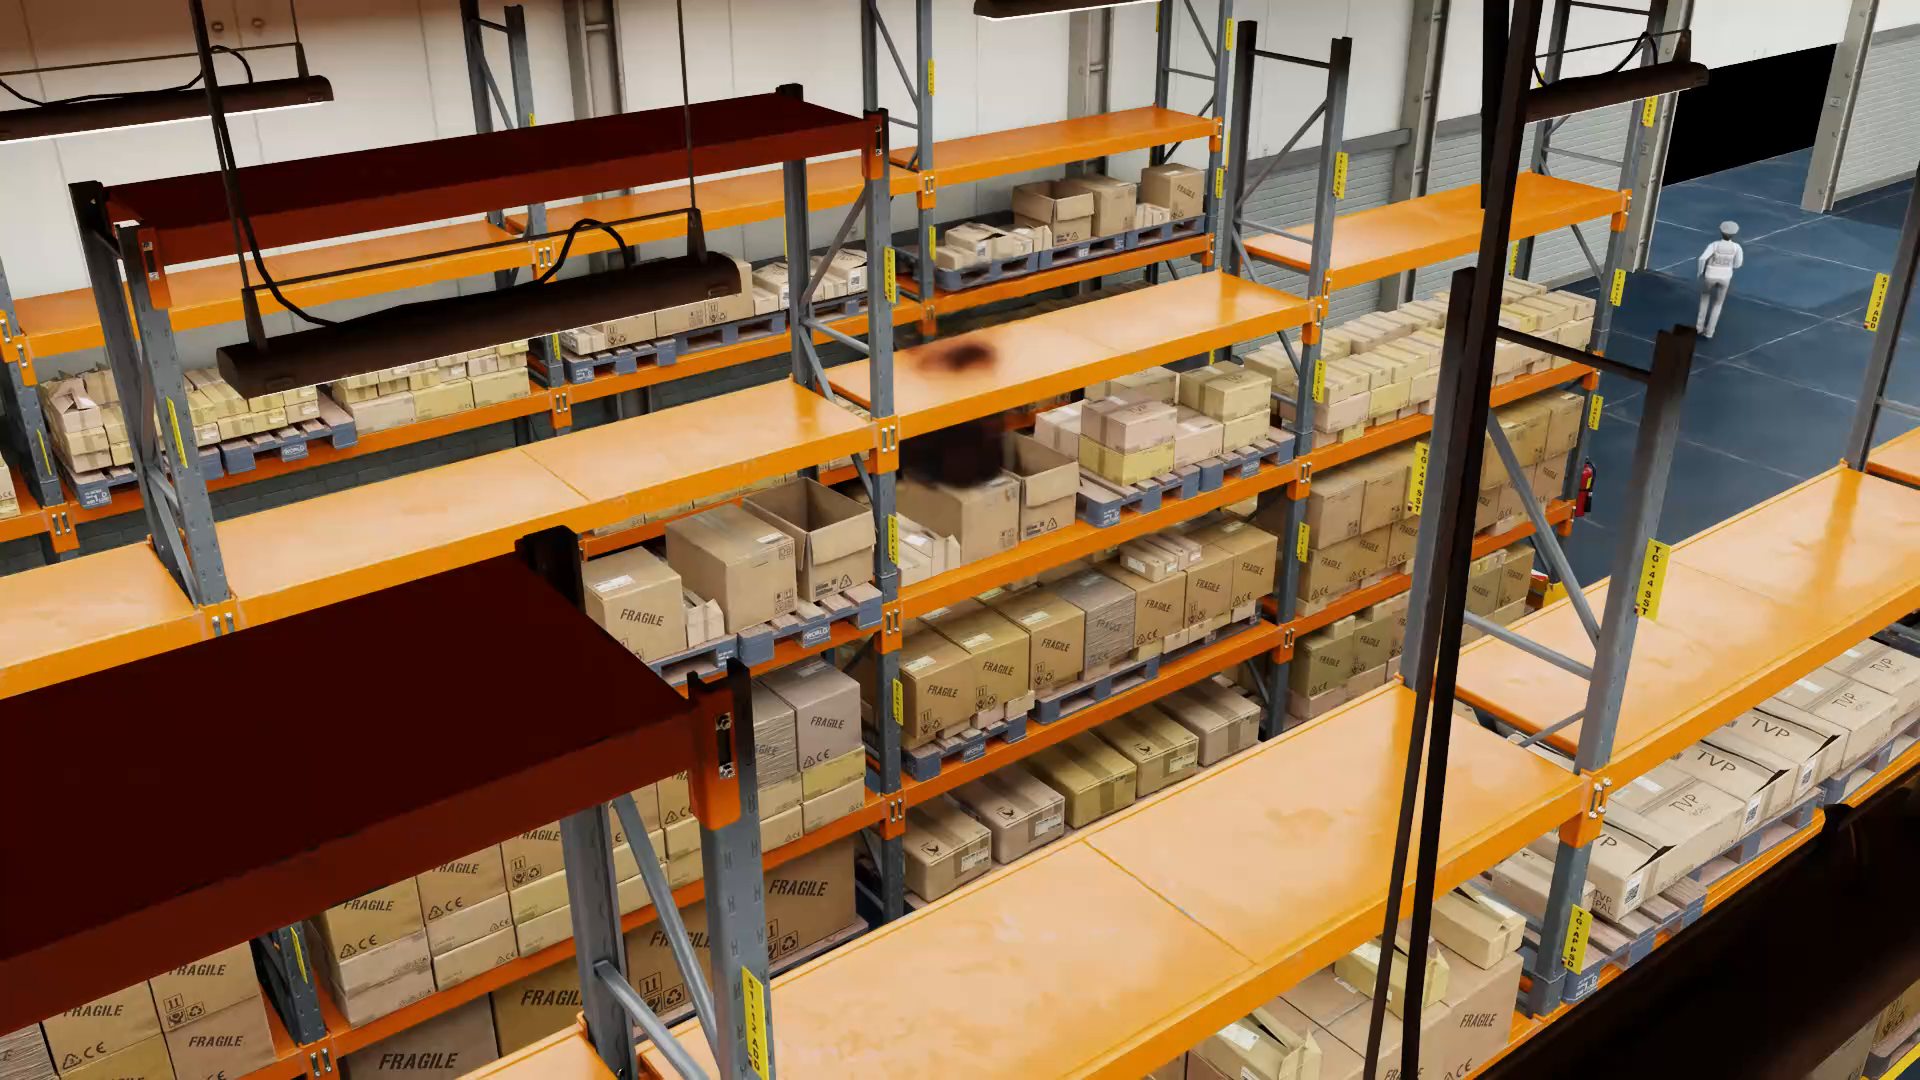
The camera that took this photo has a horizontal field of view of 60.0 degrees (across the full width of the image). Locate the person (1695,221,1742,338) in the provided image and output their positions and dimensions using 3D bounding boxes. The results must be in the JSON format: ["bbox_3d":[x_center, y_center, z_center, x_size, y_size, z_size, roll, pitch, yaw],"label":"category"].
[{"bbox_3d":[10.846,-3.750,23.847,0.583,1.685,0.661,11,28,21],"label":"person"}]
